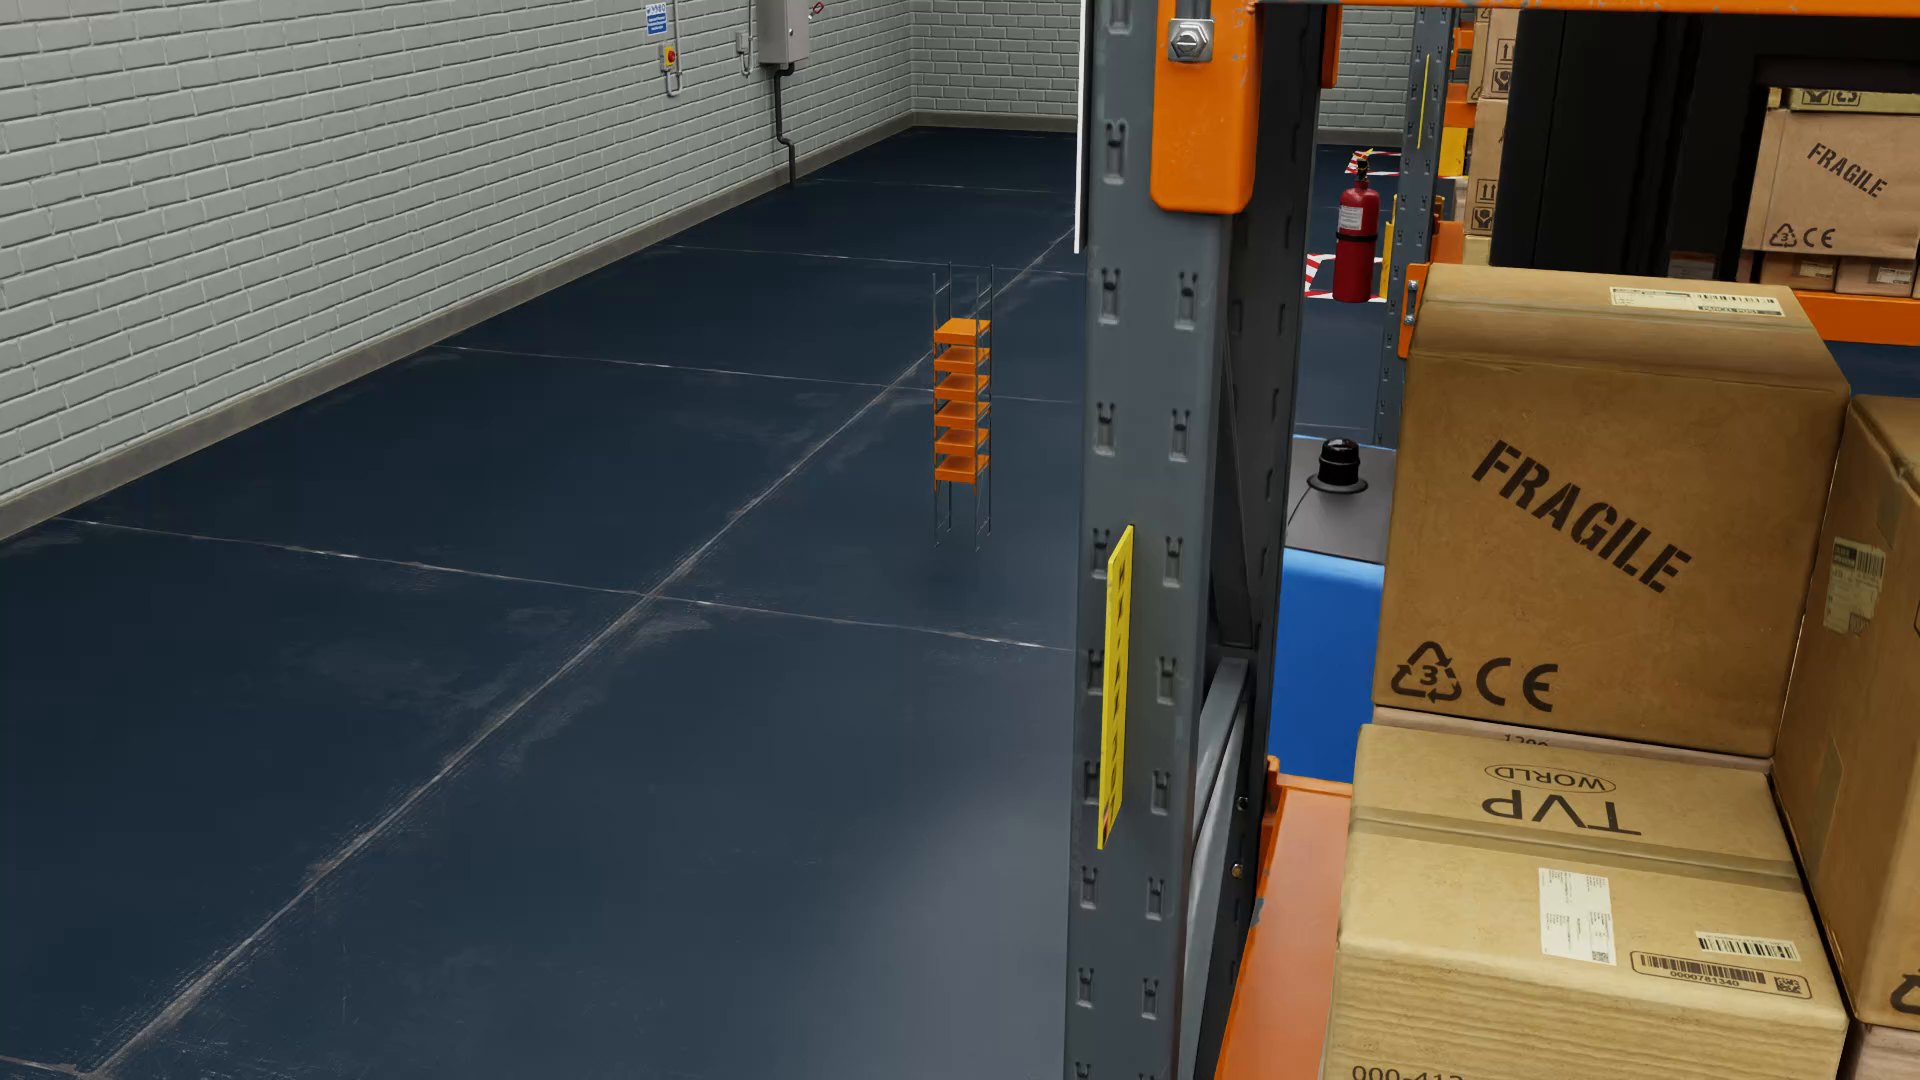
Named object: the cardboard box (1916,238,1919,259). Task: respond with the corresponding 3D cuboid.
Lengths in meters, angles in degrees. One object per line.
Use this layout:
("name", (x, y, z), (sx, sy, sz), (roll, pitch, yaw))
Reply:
("cardboard box", (3.679, -1.275, 5.902), (0.500, 0.500, 0.500), (6, 23, 14))

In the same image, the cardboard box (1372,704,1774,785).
("cardboard box", (0.865, 0.278, 2.446), (0.500, 0.250, 0.500), (6, 23, 15))

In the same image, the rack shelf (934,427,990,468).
("rack shelf", (0.014, -0.401, 7.101), (0.180, 0.103, 0.258), (7, 23, 16))

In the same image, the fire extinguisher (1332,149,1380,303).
("fire extinguisher", (1.746, -1.389, 7.297), (0.183, 0.674, 0.296), (7, 23, 16))

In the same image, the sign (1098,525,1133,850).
("sign", (0.159, 0.153, 1.699), (0.005, 0.325, 0.100), (7, 23, 16))

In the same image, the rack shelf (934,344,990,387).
("rack shelf", (0.014, -0.734, 6.964), (0.180, 0.103, 0.258), (7, 23, 16))

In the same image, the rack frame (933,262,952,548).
("rack frame", (-0.074, -0.564, 7.063), (0.006, 1.200, 0.240), (7, 23, 16))

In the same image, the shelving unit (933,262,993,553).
("shelving unit", (0.014, -0.554, 7.038), (0.189, 1.200, 0.258), (7, 23, 16))

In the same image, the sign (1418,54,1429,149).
("sign", (1.698, -1.605, 6.090), (0.005, 0.325, 0.100), (7, 23, 16))

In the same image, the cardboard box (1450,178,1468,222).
("cardboard box", (3.848, -2.184, 11.465), (0.875, 0.438, 0.875), (6, 23, 14))

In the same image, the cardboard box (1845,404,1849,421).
("cardboard box", (3.666, -0.426, 6.775), (0.250, 0.149, 0.380), (6, 23, 14))

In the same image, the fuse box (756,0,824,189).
("fuse box", (-1.471, -3.972, 14.699), (0.414, 1.711, 0.539), (7, 23, 16))

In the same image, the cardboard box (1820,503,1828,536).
("cardboard box", (3.283, -0.157, 6.511), (0.250, 0.149, 0.380), (5, 23, 13))

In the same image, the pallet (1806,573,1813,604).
("pallet", (3.859, 0.133, 6.668), (1.213, 0.211, 1.003), (7, 23, 16))

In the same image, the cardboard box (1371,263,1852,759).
("cardboard box", (0.867, -0.068, 2.301), (0.500, 0.500, 0.500), (7, 23, 16))

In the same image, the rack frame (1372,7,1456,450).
("rack frame", (1.854, -1.402, 6.735), (0.127, 3.000, 1.000), (7, 23, 16))

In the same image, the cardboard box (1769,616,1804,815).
("cardboard box", (1.351, 0.333, 2.310), (0.500, 0.250, 0.500), (6, 23, 15))

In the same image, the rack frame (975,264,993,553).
("rack frame", (0.101, -0.543, 7.014), (0.006, 1.200, 0.240), (7, 23, 16))

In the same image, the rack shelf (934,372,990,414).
("rack shelf", (0.014, -0.623, 7.010), (0.180, 0.103, 0.258), (7, 23, 16))

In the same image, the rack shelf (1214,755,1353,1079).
("rack shelf", (2.240, 0.941, 1.971), (4.000, 0.370, 1.077), (7, 23, 16))

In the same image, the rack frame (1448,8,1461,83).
("rack frame", (4.618, -5.015, 15.544), (0.127, 3.000, 1.000), (7, 23, 16))

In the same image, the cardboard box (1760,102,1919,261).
("cardboard box", (3.189, -1.328, 6.032), (0.500, 0.500, 0.500), (7, 23, 16))

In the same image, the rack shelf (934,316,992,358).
("rack shelf", (0.014, -0.845, 6.919), (0.180, 0.103, 0.258), (7, 23, 16))

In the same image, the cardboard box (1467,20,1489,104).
("cardboard box", (3.564, -3.101, 10.745), (0.500, 0.500, 0.500), (6, 23, 15))

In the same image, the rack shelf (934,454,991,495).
("rack shelf", (0.014, -0.290, 7.146), (0.180, 0.103, 0.258), (7, 23, 16))

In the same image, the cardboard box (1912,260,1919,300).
("cardboard box", (3.578, -0.979, 6.034), (0.250, 0.149, 0.380), (7, 23, 17))

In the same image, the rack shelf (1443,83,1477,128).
("rack shelf", (5.102, -2.659, 10.749), (4.000, 0.370, 1.077), (7, 23, 16))

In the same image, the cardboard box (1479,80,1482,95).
("cardboard box", (2.359, -1.630, 6.767), (0.500, 0.500, 0.500), (7, 23, 17))

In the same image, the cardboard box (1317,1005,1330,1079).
("cardboard box", (0.569, 0.664, 2.029), (0.250, 0.149, 0.380), (7, 23, 16))

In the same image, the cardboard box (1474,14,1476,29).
("cardboard box", (4.853, -4.763, 15.261), (0.250, 0.149, 0.380), (6, 23, 15))

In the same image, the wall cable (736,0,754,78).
("wall cable", (-1.819, -4.808, 13.699), (0.122, 1.984, 0.588), (7, 23, 16))

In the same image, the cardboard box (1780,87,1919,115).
("cardboard box", (3.184, -1.785, 5.827), (0.500, 0.500, 0.500), (6, 23, 14))

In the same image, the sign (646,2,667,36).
("sign", (-2.290, -3.935, 12.555), (0.001, 0.218, 0.327), (7, 23, 16))

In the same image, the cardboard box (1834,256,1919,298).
("cardboard box", (3.336, -1.015, 6.122), (0.250, 0.149, 0.380), (6, 23, 14))

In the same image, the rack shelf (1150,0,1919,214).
("rack shelf", (2.240, -0.447, 1.402), (4.000, 0.370, 1.077), (7, 23, 16))

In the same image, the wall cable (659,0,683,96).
("wall cable", (-2.218, -4.306, 12.434), (0.123, 1.953, 0.585), (7, 23, 16))

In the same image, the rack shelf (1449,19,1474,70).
("rack shelf", (6.532, -4.463, 15.146), (4.000, 0.370, 1.077), (7, 23, 16))

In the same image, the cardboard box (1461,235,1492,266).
("cardboard box", (2.070, -1.131, 6.406), (0.250, 0.149, 0.380), (6, 23, 15))

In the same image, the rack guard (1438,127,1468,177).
("rack guard", (4.690, -3.850, 15.998), (0.348, 0.500, 1.175), (7, 23, 16))

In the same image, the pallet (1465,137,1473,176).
("pallet", (5.454, -3.630, 15.841), (1.213, 0.211, 1.003), (7, 23, 16))

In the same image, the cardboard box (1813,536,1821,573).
("cardboard box", (3.262, -0.019, 6.566), (0.250, 0.149, 0.380), (7, 23, 16))

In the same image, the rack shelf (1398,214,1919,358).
("rack shelf", (3.769, -0.850, 6.337), (4.000, 0.370, 1.077), (7, 23, 16))

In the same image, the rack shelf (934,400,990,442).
("rack shelf", (0.014, -0.512, 7.055), (0.180, 0.103, 0.258), (7, 23, 16))

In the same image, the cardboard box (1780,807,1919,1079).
("cardboard box", (1.206, 0.526, 1.840), (0.500, 0.250, 0.500), (6, 23, 15))

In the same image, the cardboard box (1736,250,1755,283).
("cardboard box", (2.855, -1.091, 6.307), (0.250, 0.149, 0.380), (8, 24, 18))

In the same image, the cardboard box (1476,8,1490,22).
("cardboard box", (3.565, -3.564, 10.557), (0.500, 0.500, 0.500), (6, 23, 14))

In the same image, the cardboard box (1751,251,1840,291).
("cardboard box", (3.108, -1.052, 6.213), (0.250, 0.149, 0.380), (6, 23, 15))

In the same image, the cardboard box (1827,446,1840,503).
("cardboard box", (3.285, -0.280, 6.419), (0.250, 0.149, 0.380), (7, 23, 18))

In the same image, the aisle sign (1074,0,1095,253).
("aisle sign", (0.169, -0.712, 1.629), (0.004, 0.787, 0.394), (7, 23, 16))

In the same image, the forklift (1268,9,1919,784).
("forklift", (2.069, -0.299, 4.137), (3.031, 2.935, 1.130), (11, 25, 25))

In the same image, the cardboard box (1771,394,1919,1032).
("cardboard box", (1.185, 0.180, 1.697), (0.500, 0.500, 0.500), (6, 23, 14))

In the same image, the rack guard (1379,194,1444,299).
("rack guard", (3.164, -2.058, 11.627), (0.348, 0.500, 1.175), (7, 23, 16))

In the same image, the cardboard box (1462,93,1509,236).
("cardboard box", (2.204, -1.436, 6.295), (0.500, 0.500, 0.500), (8, 24, 18))

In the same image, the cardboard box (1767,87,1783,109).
("cardboard box", (2.692, -1.850, 5.986), (0.500, 0.500, 0.500), (7, 23, 17))

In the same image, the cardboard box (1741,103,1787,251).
("cardboard box", (2.724, -1.387, 6.174), (0.500, 0.500, 0.500), (7, 23, 16))

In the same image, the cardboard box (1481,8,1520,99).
("cardboard box", (2.207, -1.903, 6.115), (0.500, 0.500, 0.500), (6, 23, 15))

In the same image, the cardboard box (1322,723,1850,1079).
("cardboard box", (0.706, 0.472, 1.973), (0.500, 0.250, 0.500), (6, 23, 14))
